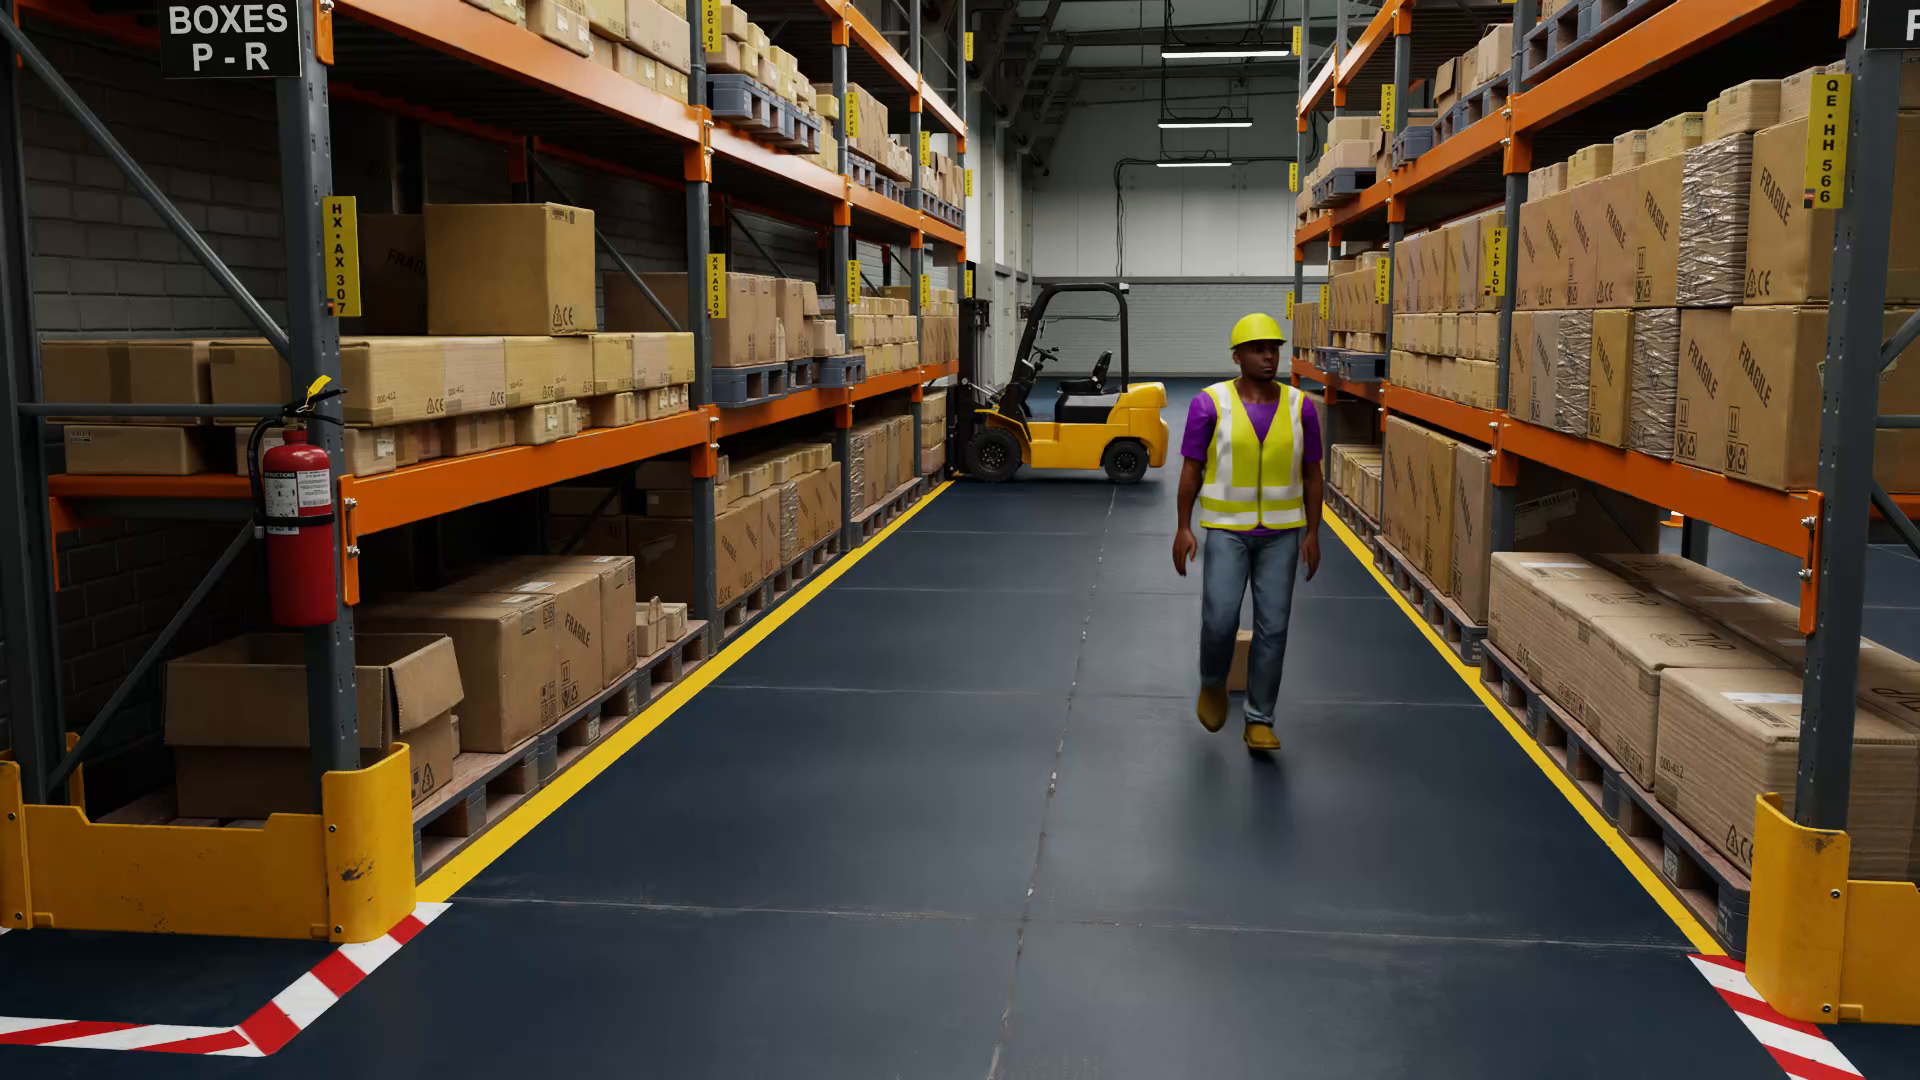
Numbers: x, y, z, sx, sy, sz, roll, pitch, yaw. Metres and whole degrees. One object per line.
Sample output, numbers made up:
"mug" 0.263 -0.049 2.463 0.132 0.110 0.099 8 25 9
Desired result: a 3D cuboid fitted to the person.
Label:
"person" 1.172 -0.036 6.765 0.603 1.759 0.516 0 8 -2
